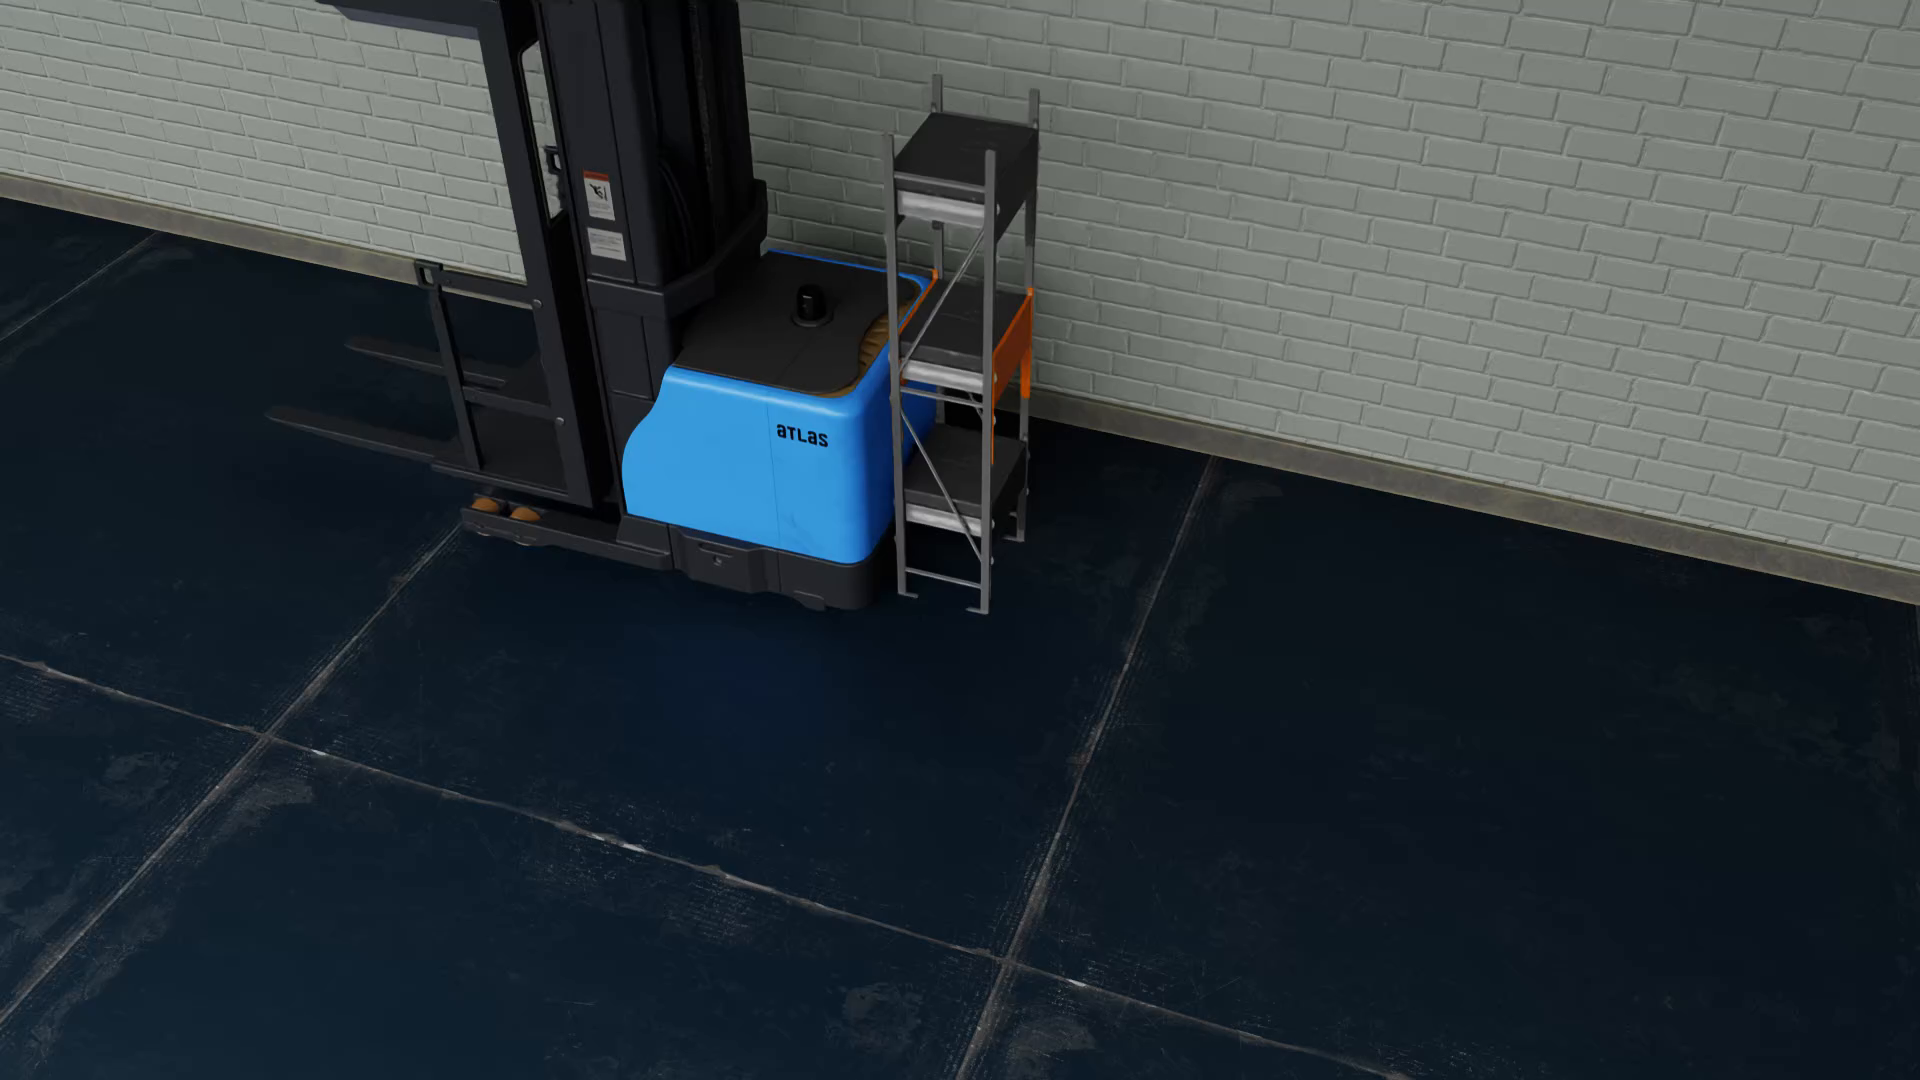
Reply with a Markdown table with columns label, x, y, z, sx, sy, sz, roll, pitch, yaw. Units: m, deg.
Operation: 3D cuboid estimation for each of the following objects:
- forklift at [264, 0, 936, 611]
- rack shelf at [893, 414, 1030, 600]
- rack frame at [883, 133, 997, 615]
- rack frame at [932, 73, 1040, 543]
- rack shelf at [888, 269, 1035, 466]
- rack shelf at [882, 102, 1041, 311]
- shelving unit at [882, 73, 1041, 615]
| label | x | y | z | sx | sy | sz | roll | pitch | yaw |
| --- | --- | --- | --- | --- | --- | --- | --- | --- | --- |
| forklift | -1.639 | -1.399 | 6.632 | 3.031 | 2.935 | 1.130 | 13 | 42 | 15 |
| rack shelf | 0.011 | -0.140 | 6.896 | 0.431 | 0.518 | 0.480 | 13 | 42 | 15 |
| rack frame | -0.070 | -0.533 | 6.257 | 0.400 | 2.100 | 0.015 | 13 | 42 | 15 |
| rack frame | 0.091 | -0.832 | 6.608 | 0.400 | 2.100 | 0.015 | 13 | 42 | 15 |
| rack shelf | 0.011 | -0.673 | 6.442 | 0.431 | 0.518 | 0.480 | 13 | 42 | 15 |
| rack shelf | 0.011 | -1.205 | 5.987 | 0.431 | 0.518 | 0.480 | 13 | 42 | 15 |
| shelving unit | 0.011 | -0.683 | 6.433 | 0.431 | 2.100 | 0.503 | 13 | 42 | 15 |
